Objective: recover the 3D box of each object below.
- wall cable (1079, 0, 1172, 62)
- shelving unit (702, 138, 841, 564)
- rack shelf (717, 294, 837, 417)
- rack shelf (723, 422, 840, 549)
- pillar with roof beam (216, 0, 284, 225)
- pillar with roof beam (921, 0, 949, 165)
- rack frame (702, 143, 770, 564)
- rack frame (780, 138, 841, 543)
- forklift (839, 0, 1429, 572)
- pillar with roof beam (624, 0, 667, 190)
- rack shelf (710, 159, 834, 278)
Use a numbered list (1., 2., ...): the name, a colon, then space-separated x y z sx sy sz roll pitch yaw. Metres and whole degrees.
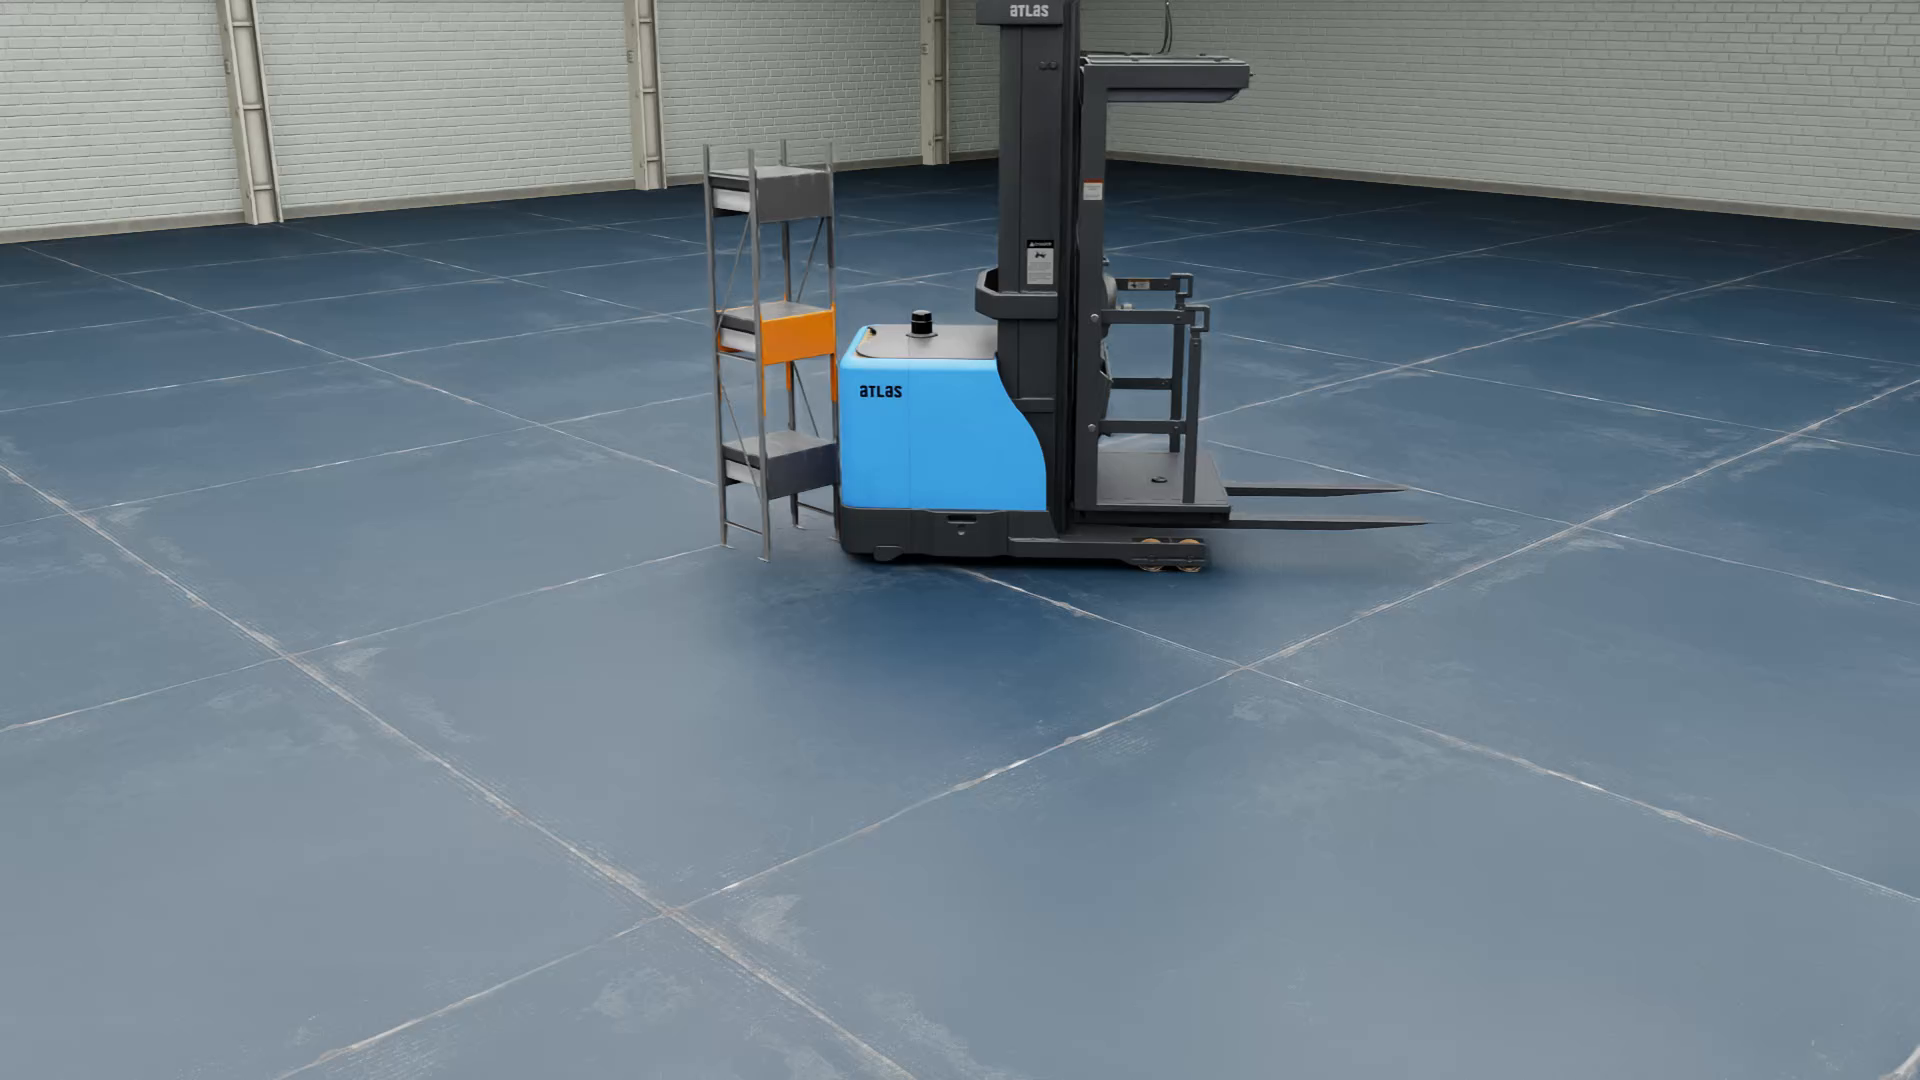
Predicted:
1. wall cable: 2.611 -9.858 29.833 0.112 2.526 3.097 -16 24 -41
2. shelving unit: -0.956 -0.975 8.587 0.503 2.100 0.431 -17 24 -42
3. rack shelf: -0.956 -0.962 8.591 0.480 0.518 0.431 -17 24 -42
4. rack shelf: -0.956 -0.296 8.807 0.480 0.518 0.431 -17 24 -42
5. pillar with roof beam: -6.200 -7.500 17.525 0.400 9.000 9.100 -16 24 -41
6. pillar with roof beam: 2.520 -10.042 25.367 0.400 9.000 9.100 -16 24 -41
7. rack frame: -1.130 -0.922 8.424 0.015 2.100 0.400 -17 24 -42
8. rack frame: -0.782 -1.027 8.749 0.015 2.100 0.400 -17 24 -42
9. forklift: 0.915 -1.398 8.545 3.031 2.935 1.130 1 18 3
10. pillar with roof beam: -1.840 -8.771 21.446 0.400 9.000 9.100 -16 24 -41
11. rack shelf: -0.956 -1.628 8.375 0.480 0.518 0.431 -17 24 -42
